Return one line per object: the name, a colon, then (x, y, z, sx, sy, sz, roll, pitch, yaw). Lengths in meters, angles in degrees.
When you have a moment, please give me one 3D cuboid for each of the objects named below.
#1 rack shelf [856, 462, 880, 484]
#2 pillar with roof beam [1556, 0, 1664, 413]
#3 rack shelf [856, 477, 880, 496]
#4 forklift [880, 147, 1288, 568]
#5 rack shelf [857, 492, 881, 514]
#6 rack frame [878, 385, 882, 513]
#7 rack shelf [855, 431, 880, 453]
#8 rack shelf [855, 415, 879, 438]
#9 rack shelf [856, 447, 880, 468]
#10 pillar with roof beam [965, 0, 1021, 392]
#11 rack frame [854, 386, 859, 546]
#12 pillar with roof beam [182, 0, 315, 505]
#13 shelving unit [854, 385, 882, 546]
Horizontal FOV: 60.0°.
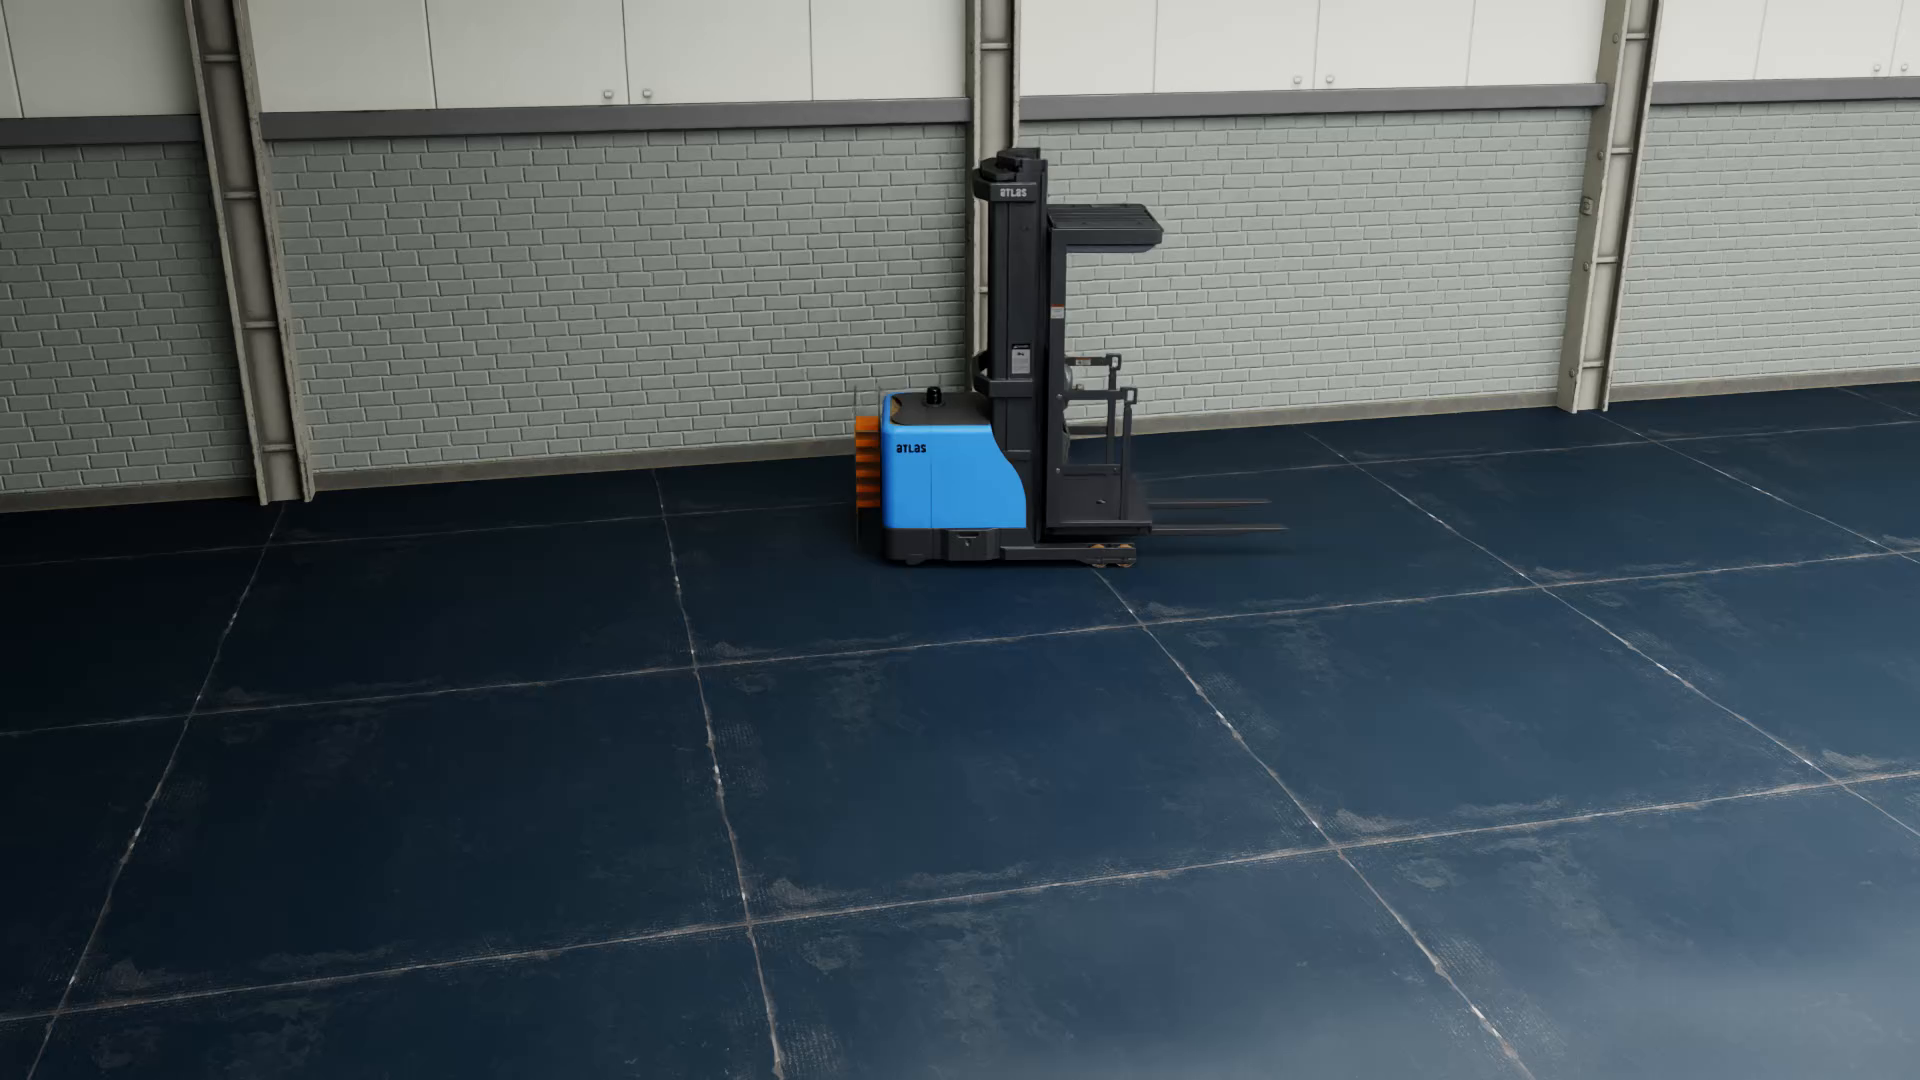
rack shelf: (-0.693, -0.515, 12.605, 0.180, 0.103, 0.258, 0, 20, -1)
pillar with roof beam: (7.102, -4.086, 10.886, 0.400, 9.000, 9.100, -5, 21, -12)
rack shelf: (-0.693, -0.402, 12.646, 0.180, 0.103, 0.258, 0, 20, -1)
forklift: (0.923, -1.355, 12.253, 3.031, 2.935, 1.130, 0, 20, -1)
rack shelf: (-0.693, -0.290, 12.688, 0.180, 0.103, 0.258, 0, 20, -1)
rack frame: (-0.602, -0.557, 12.592, 0.006, 1.200, 0.240, 0, 20, -1)
rack shelf: (-0.693, -0.740, 12.522, 0.180, 0.103, 0.258, 0, 20, -1)
rack shelf: (-0.693, -0.853, 12.481, 0.180, 0.103, 0.258, 0, 20, -1)
rack shelf: (-0.693, -0.628, 12.564, 0.180, 0.103, 0.258, 0, 20, -1)
pillar with roof beam: (1.263, -3.611, 9.590, 0.400, 9.000, 9.100, -5, 21, -12)
rack frame: (-0.785, -0.556, 12.588, 0.006, 1.200, 0.240, 0, 20, -1)
pillar with roof beam: (-4.576, -3.136, 8.293, 0.400, 9.000, 9.100, -5, 21, -12)
shelving unit: (-0.693, -0.557, 12.590, 0.189, 1.200, 0.258, 0, 20, -1)
